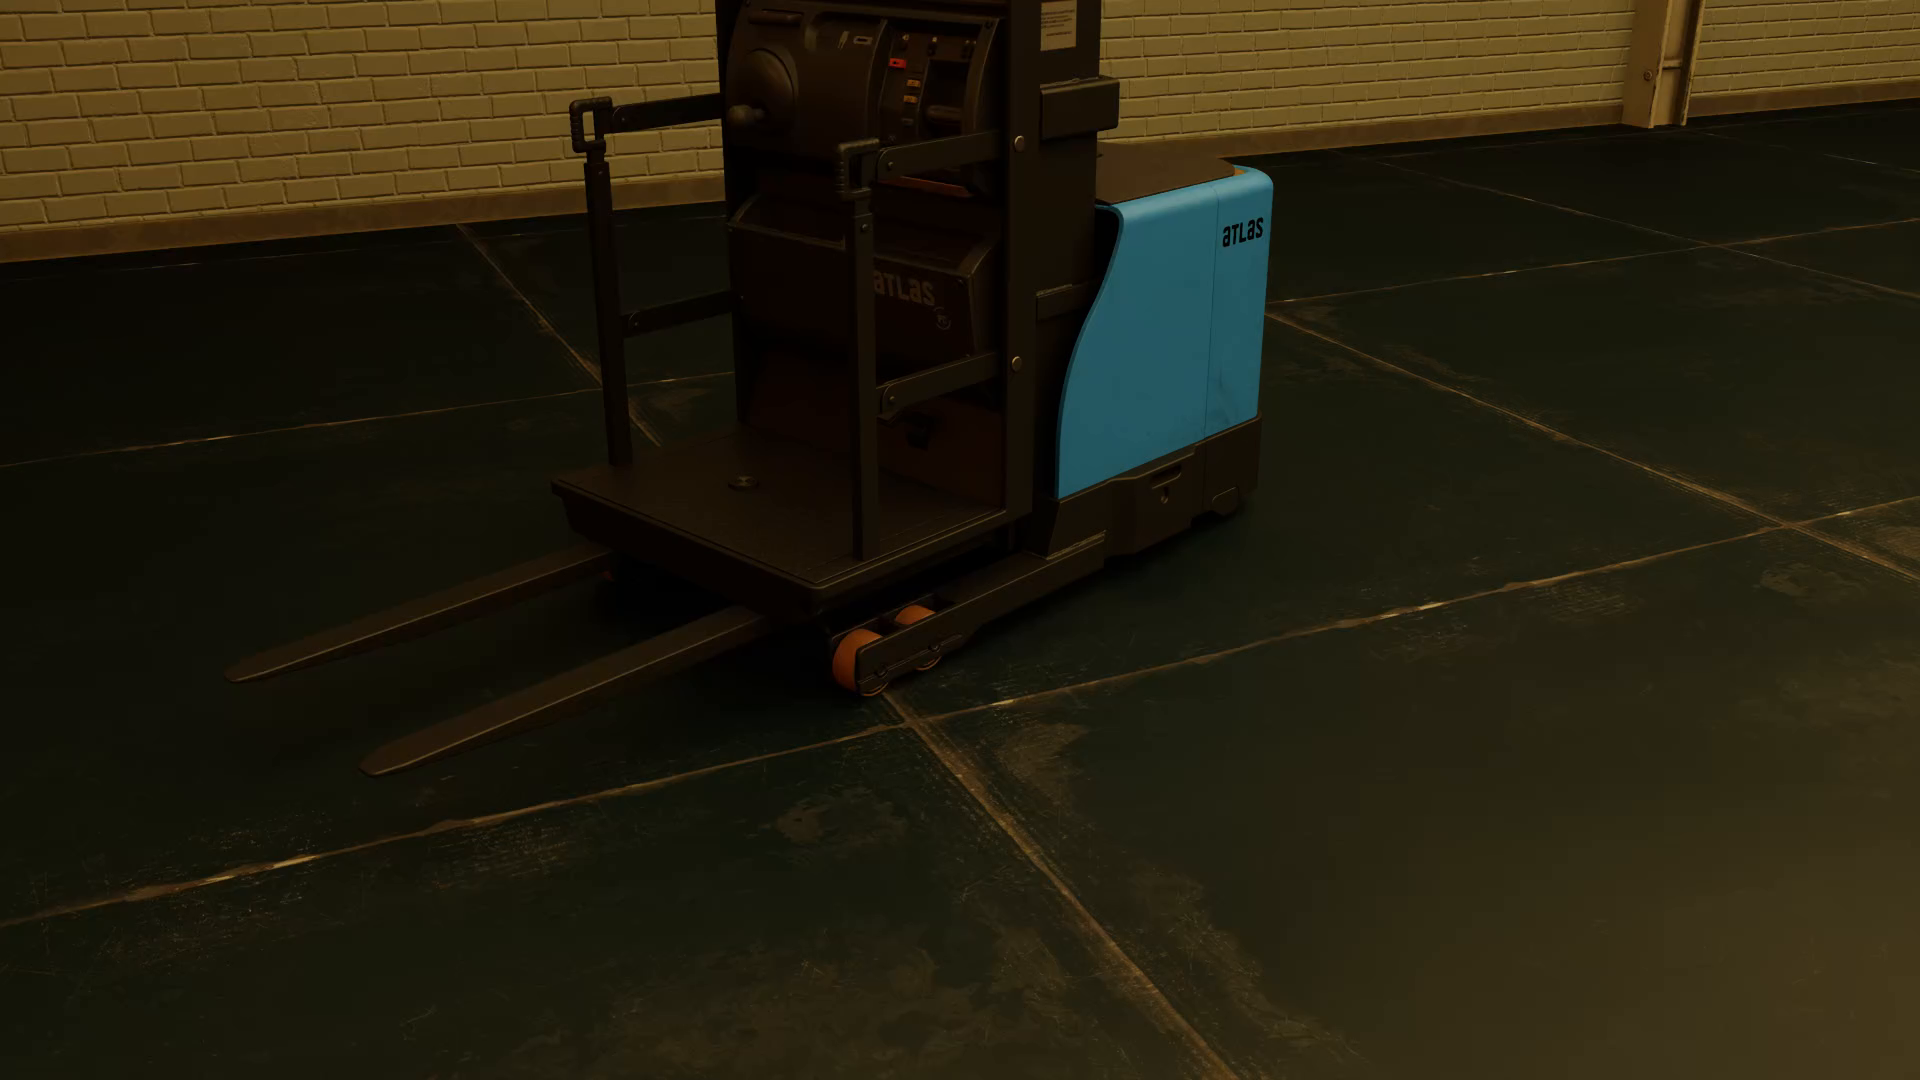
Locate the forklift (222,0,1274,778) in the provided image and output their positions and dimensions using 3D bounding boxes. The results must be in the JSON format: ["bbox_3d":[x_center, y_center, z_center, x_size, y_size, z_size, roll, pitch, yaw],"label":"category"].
[{"bbox_3d":[-0.413,-1.182,4.131,1.130,2.935,3.031,19,29,39],"label":"forklift"}]
